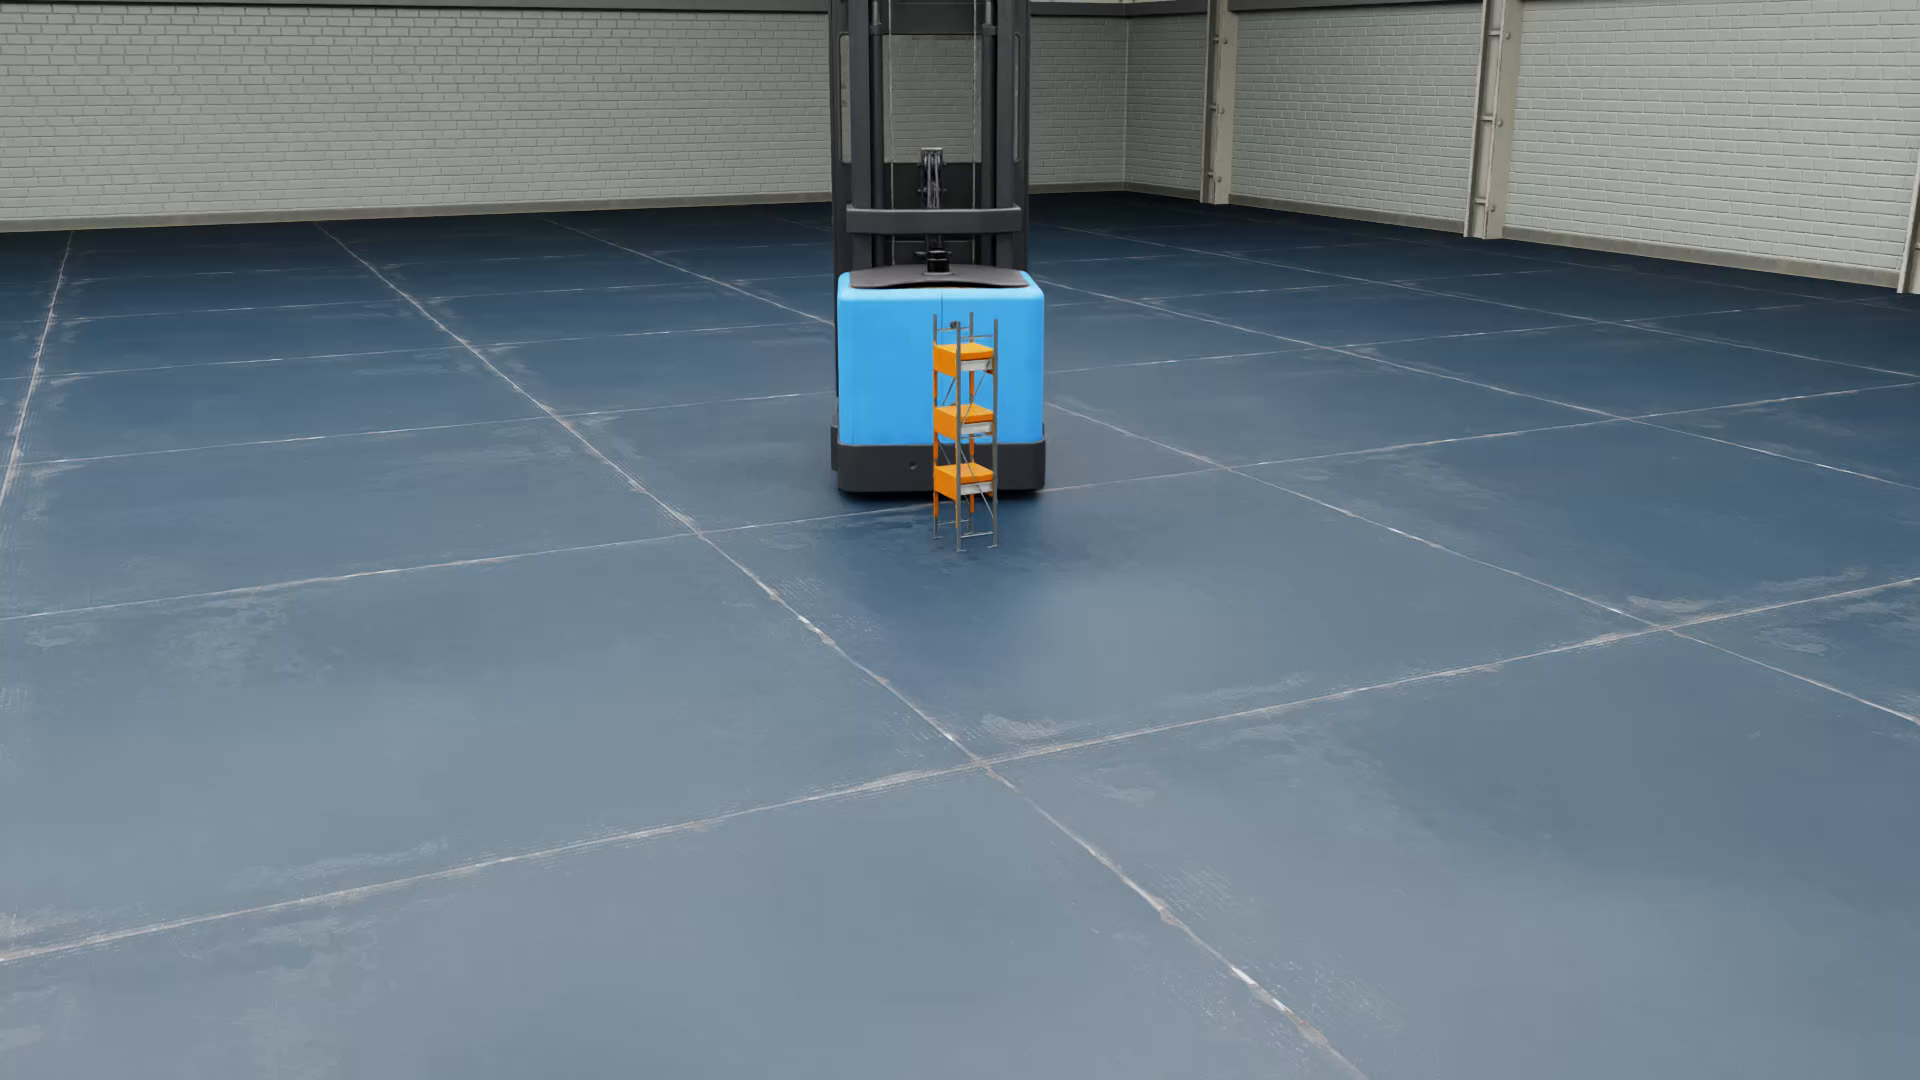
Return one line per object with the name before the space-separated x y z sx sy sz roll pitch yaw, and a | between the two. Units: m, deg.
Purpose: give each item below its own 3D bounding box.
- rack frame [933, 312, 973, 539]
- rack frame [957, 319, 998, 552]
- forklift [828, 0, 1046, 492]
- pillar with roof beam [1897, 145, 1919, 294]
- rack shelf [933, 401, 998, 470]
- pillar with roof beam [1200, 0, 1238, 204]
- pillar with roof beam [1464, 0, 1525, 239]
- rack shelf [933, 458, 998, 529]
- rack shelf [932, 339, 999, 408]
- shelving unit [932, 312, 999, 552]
rack frame | -0.030 -0.522 7.665 0.200 1.050 0.008 -8 18 -25
rack frame | 0.077 -0.461 7.454 0.200 1.050 0.008 -8 18 -25
forklift | -0.181 -2.001 9.411 1.130 2.935 3.031 -1 16 -3
pillar with roof beam | 5.428 -6.174 12.952 9.100 9.000 0.400 -8 18 -25
rack shelf | 0.023 -0.481 7.563 0.215 0.259 0.240 -8 18 -25
pillar with roof beam | 0.171 -9.150 23.321 9.100 9.000 0.400 -8 18 -25
pillar with roof beam | 2.800 -7.662 18.137 9.100 9.000 0.400 -8 18 -25
rack shelf | 0.023 -0.214 7.639 0.215 0.259 0.240 -8 18 -25
rack shelf | 0.023 -0.754 7.484 0.215 0.259 0.240 -8 18 -25
shelving unit | 0.023 -0.491 7.560 0.215 1.050 0.252 -8 18 -25
